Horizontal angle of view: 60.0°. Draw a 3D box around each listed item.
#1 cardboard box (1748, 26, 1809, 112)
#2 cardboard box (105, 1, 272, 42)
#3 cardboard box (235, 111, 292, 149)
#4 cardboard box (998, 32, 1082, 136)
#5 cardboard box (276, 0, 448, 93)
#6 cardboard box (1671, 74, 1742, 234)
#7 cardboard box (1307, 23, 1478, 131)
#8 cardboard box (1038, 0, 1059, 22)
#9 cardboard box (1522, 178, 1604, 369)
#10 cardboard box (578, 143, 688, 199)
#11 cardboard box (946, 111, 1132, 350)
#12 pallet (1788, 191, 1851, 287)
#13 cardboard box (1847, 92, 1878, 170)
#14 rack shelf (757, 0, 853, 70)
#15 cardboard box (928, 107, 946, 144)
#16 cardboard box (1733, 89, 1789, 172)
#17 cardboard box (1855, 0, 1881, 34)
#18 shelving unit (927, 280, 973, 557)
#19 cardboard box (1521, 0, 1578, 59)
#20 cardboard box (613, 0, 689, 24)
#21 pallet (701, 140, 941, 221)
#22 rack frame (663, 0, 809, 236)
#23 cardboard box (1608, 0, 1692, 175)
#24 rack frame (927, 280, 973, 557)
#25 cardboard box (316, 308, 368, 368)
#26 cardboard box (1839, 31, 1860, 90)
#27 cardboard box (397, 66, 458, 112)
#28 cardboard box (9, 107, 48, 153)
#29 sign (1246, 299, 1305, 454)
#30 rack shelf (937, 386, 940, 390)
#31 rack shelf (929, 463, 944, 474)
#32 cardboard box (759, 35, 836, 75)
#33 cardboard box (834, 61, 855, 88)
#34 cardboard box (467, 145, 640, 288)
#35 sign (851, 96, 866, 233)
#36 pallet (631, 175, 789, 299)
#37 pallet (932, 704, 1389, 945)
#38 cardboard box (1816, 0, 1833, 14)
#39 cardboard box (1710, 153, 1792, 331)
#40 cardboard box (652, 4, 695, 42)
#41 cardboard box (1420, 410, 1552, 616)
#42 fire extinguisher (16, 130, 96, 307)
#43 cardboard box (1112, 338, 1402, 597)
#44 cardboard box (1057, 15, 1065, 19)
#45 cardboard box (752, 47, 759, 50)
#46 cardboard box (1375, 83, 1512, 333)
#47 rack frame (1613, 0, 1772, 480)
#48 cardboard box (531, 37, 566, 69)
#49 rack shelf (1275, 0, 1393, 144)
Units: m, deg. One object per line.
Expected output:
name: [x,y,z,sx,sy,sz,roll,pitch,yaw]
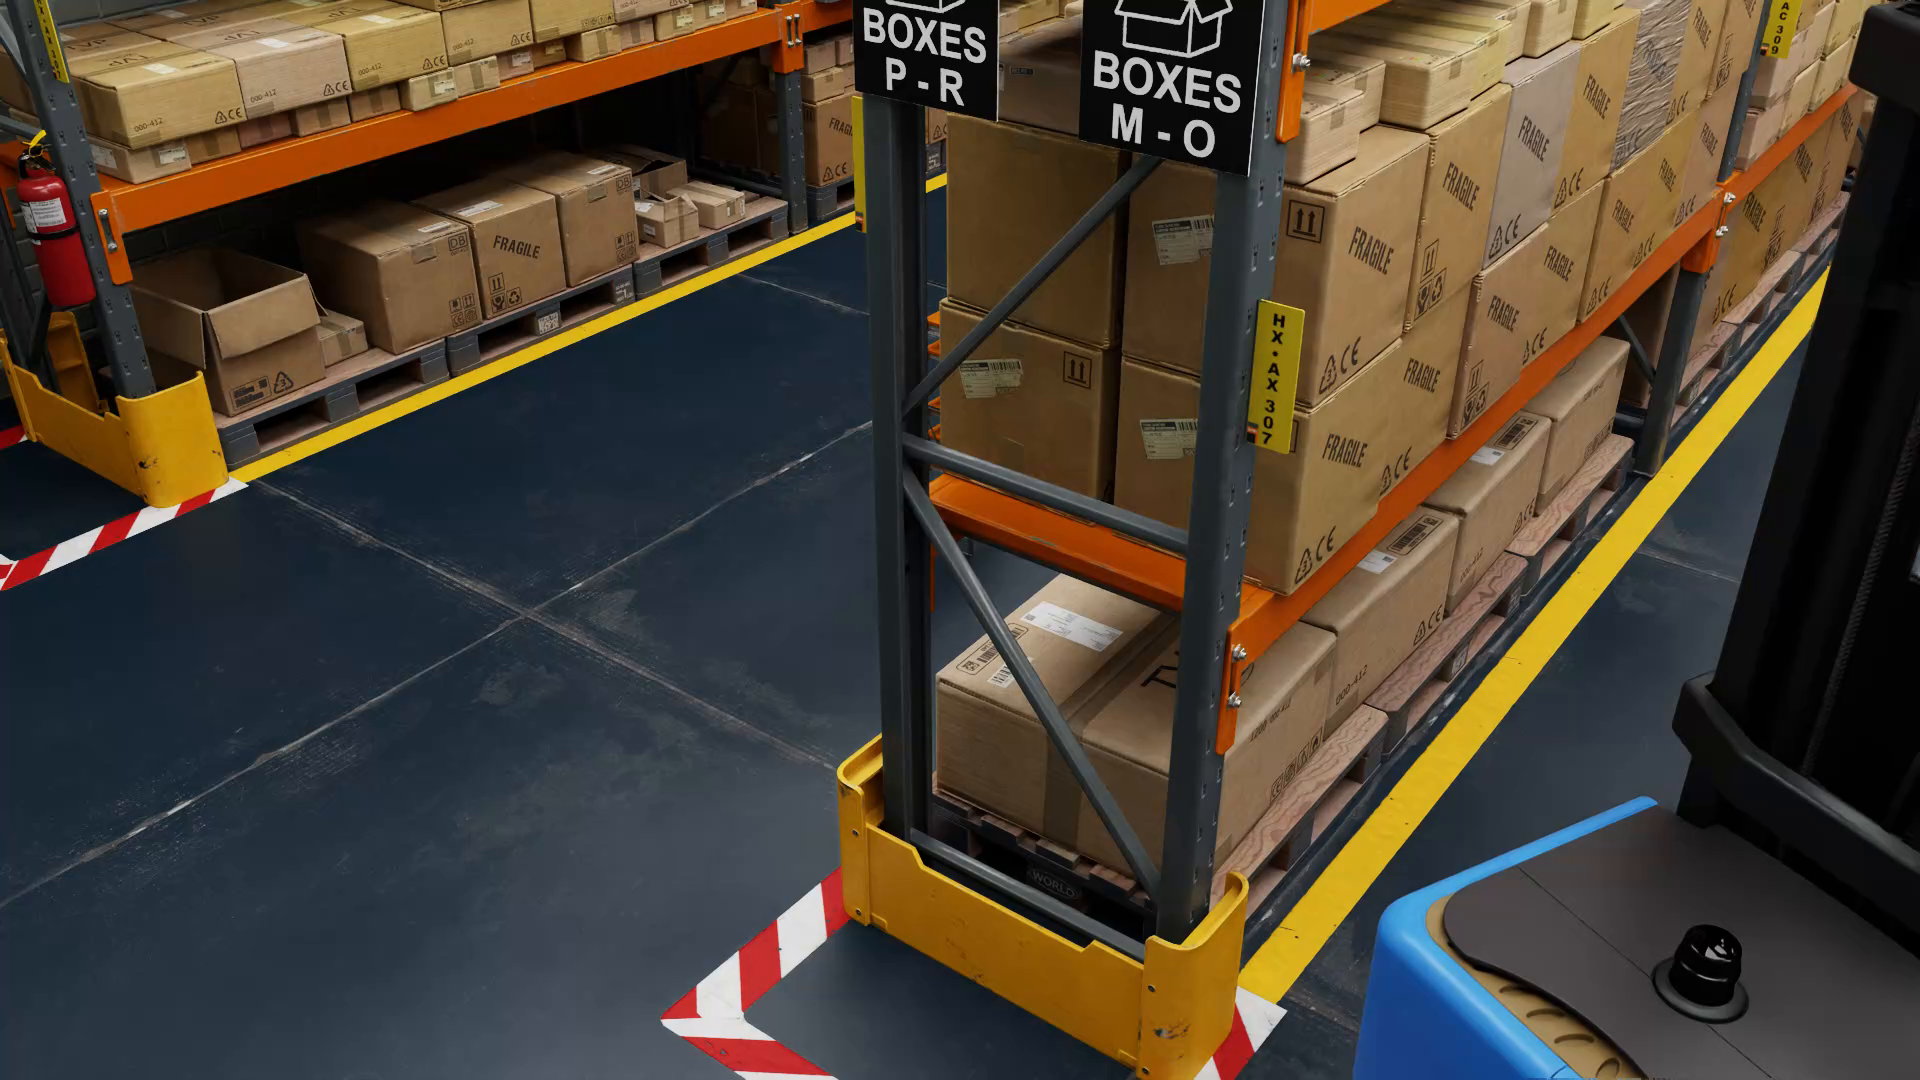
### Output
cardboard box: [3.118,-1.971,6.790,0.500,0.250,0.500,20,36,30]
cardboard box: [-3.368,-2.169,7.324,0.500,0.250,0.500,21,37,31]
cardboard box: [-3.082,-1.804,7.099,0.380,0.149,0.250,21,36,31]
cardboard box: [0.270,-1.062,3.884,0.380,0.149,0.250,22,37,32]
cardboard box: [-2.650,-2.205,7.384,0.500,0.250,0.500,20,36,30]
cardboard box: [2.551,-1.504,6.247,0.500,0.500,0.500,21,37,32]
cardboard box: [0.998,-1.112,3.969,0.380,0.149,0.250,22,37,33]
cardboard box: [0.457,-3.678,11.418,0.380,0.149,0.250,22,37,33]
cardboard box: [1.625,-0.876,5.188,0.500,0.500,0.500,22,37,33]
cardboard box: [-1.919,-2.082,9.547,0.500,0.311,0.500,23,37,33]
cardboard box: [0.314,-0.844,4.154,0.500,0.500,0.500,22,37,33]
pallet: [4.506,-1.857,9.676,1.003,0.211,1.213,21,37,31]
cardboard box: [5.391,-2.631,10.412,0.950,0.372,0.625,18,35,28]
rack shelf: [-0.125,-3.757,10.854,1.077,0.370,4.000,21,37,31]
cardboard box: [-0.242,-2.908,10.754,0.500,0.500,0.500,20,36,30]
cardboard box: [3.104,-1.761,6.926,0.500,0.250,0.500,20,36,30]
cardboard box: [4.040,-2.594,7.842,0.500,0.250,0.500,20,36,30]
shelving unit: [0.009,-0.522,6.454,0.258,1.200,0.189,21,37,31]
cardboard box: [1.443,-1.436,4.516,0.380,0.149,0.250,21,37,32]
cardboard box: [-1.736,-2.827,8.434,0.500,0.250,0.500,21,37,31]
pallet: [-0.871,-2.397,10.587,1.003,0.211,1.213,21,37,31]
rack frame: [-1.332,-3.254,9.299,1.000,3.000,0.127,21,37,31]
cardboard box: [1.950,-1.511,5.278,0.500,0.500,0.500,22,37,32]
rack frame: [-0.047,-0.485,6.391,0.240,1.200,0.006,21,37,31]
cardboard box: [-3.014,-0.963,7.816,0.380,0.149,0.250,20,36,29]
cardboard box: [4.046,-2.376,7.963,0.500,0.250,0.500,20,36,31]
cardboard box: [-2.512,-2.078,7.560,0.380,0.149,0.250,20,36,30]
cardboard box: [-3.761,-1.737,6.986,0.380,0.149,0.250,21,36,31]
sign: [0.652,-0.335,3.447,0.100,0.325,0.005,21,37,31]
rack shelf: [0.009,-0.587,6.416,0.258,0.103,0.180,21,37,31]
rack shelf: [0.009,-0.277,6.599,0.258,0.103,0.180,21,37,31]
cardboard box: [-0.952,-2.849,9.727,0.380,0.149,0.250,20,36,30]
cardboard box: [-0.798,-2.839,10.001,0.380,0.149,0.250,20,36,30]
cardboard box: [-2.128,-1.710,8.734,0.700,0.500,0.500,20,36,30]
sign: [-0.211,-0.875,3.916,0.100,0.325,0.005,21,37,31]
pallet: [-1.747,-1.775,9.539,1.003,0.211,1.213,21,37,31]
pallet: [0.633,0.748,5.280,1.003,0.211,1.213,21,37,31]
cardboard box: [3.407,-2.507,6.959,0.500,0.500,0.500,21,37,31]
cardboard box: [3.477,-1.641,8.249,0.875,0.875,0.875,22,37,33]
cardboard box: [-1.601,-2.713,8.632,0.380,0.149,0.250,22,37,32]
cardboard box: [1.623,-0.220,6.280,0.875,0.438,0.875,20,36,30]
fire extinguisher: [-3.467,-1.232,6.329,0.296,0.674,0.183,21,37,31]
cardboard box: [0.732,-0.252,4.135,0.500,0.500,0.500,21,36,31]
cardboard box: [0.688,-3.547,11.833,0.500,0.500,0.500,21,36,31]
cardboard box: [-1.185,-2.985,10.249,0.380,0.149,0.250,21,37,31]
cardboard box: [1.036,-0.895,4.239,0.500,0.500,0.500,20,36,30]
rack frame: [2.628,-1.728,6.724,1.000,3.000,0.127,21,37,31]
cardboard box: [-2.157,-2.432,8.158,0.380,0.149,0.250,22,37,32]
rack shelf: [1.420,-1.896,4.770,1.077,0.370,4.000,21,37,31]
